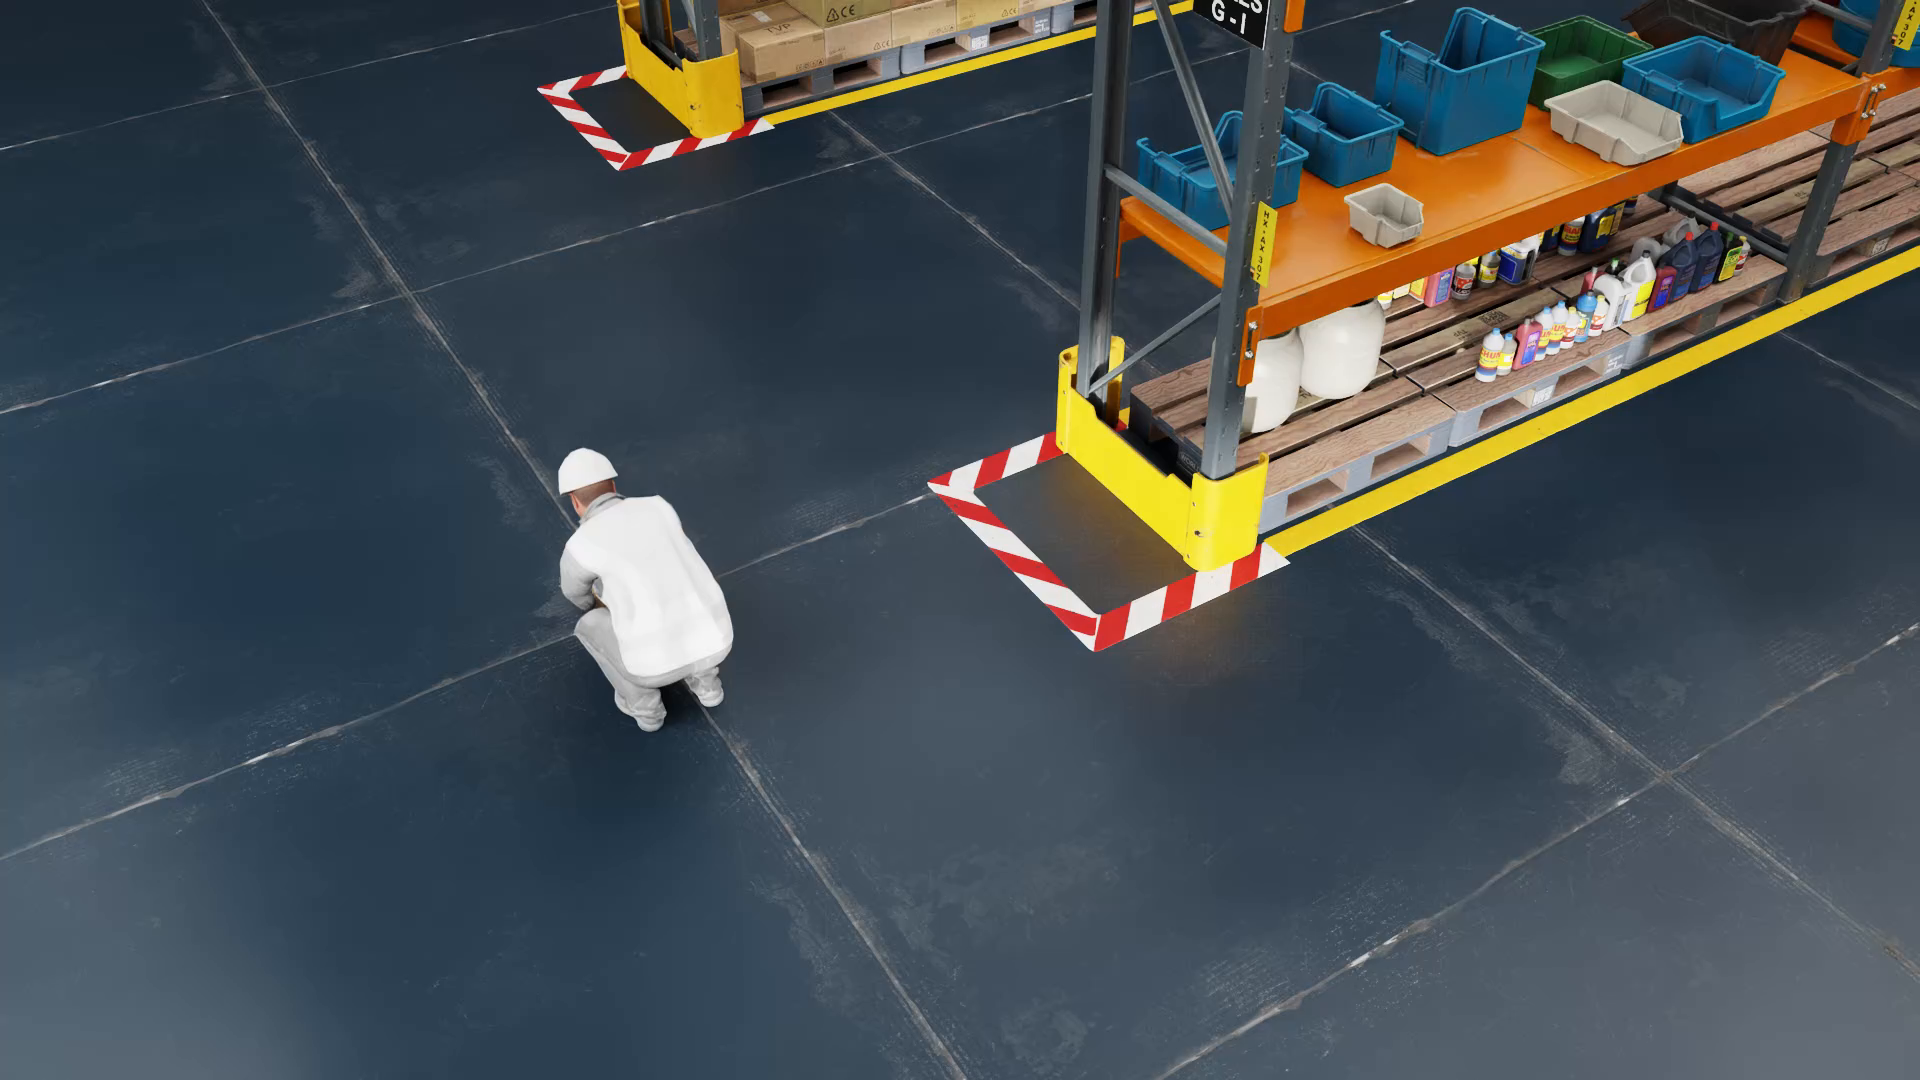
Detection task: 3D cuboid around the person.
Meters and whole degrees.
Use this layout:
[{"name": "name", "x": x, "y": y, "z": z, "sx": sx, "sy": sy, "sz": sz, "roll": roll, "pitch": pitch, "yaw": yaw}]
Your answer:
[{"name": "person", "x": -1.249, "y": 0.194, "z": 6.508, "sx": 0.535, "sy": 1.007, "sz": 0.864, "roll": -22, "pitch": 45, "yaw": -24}]
